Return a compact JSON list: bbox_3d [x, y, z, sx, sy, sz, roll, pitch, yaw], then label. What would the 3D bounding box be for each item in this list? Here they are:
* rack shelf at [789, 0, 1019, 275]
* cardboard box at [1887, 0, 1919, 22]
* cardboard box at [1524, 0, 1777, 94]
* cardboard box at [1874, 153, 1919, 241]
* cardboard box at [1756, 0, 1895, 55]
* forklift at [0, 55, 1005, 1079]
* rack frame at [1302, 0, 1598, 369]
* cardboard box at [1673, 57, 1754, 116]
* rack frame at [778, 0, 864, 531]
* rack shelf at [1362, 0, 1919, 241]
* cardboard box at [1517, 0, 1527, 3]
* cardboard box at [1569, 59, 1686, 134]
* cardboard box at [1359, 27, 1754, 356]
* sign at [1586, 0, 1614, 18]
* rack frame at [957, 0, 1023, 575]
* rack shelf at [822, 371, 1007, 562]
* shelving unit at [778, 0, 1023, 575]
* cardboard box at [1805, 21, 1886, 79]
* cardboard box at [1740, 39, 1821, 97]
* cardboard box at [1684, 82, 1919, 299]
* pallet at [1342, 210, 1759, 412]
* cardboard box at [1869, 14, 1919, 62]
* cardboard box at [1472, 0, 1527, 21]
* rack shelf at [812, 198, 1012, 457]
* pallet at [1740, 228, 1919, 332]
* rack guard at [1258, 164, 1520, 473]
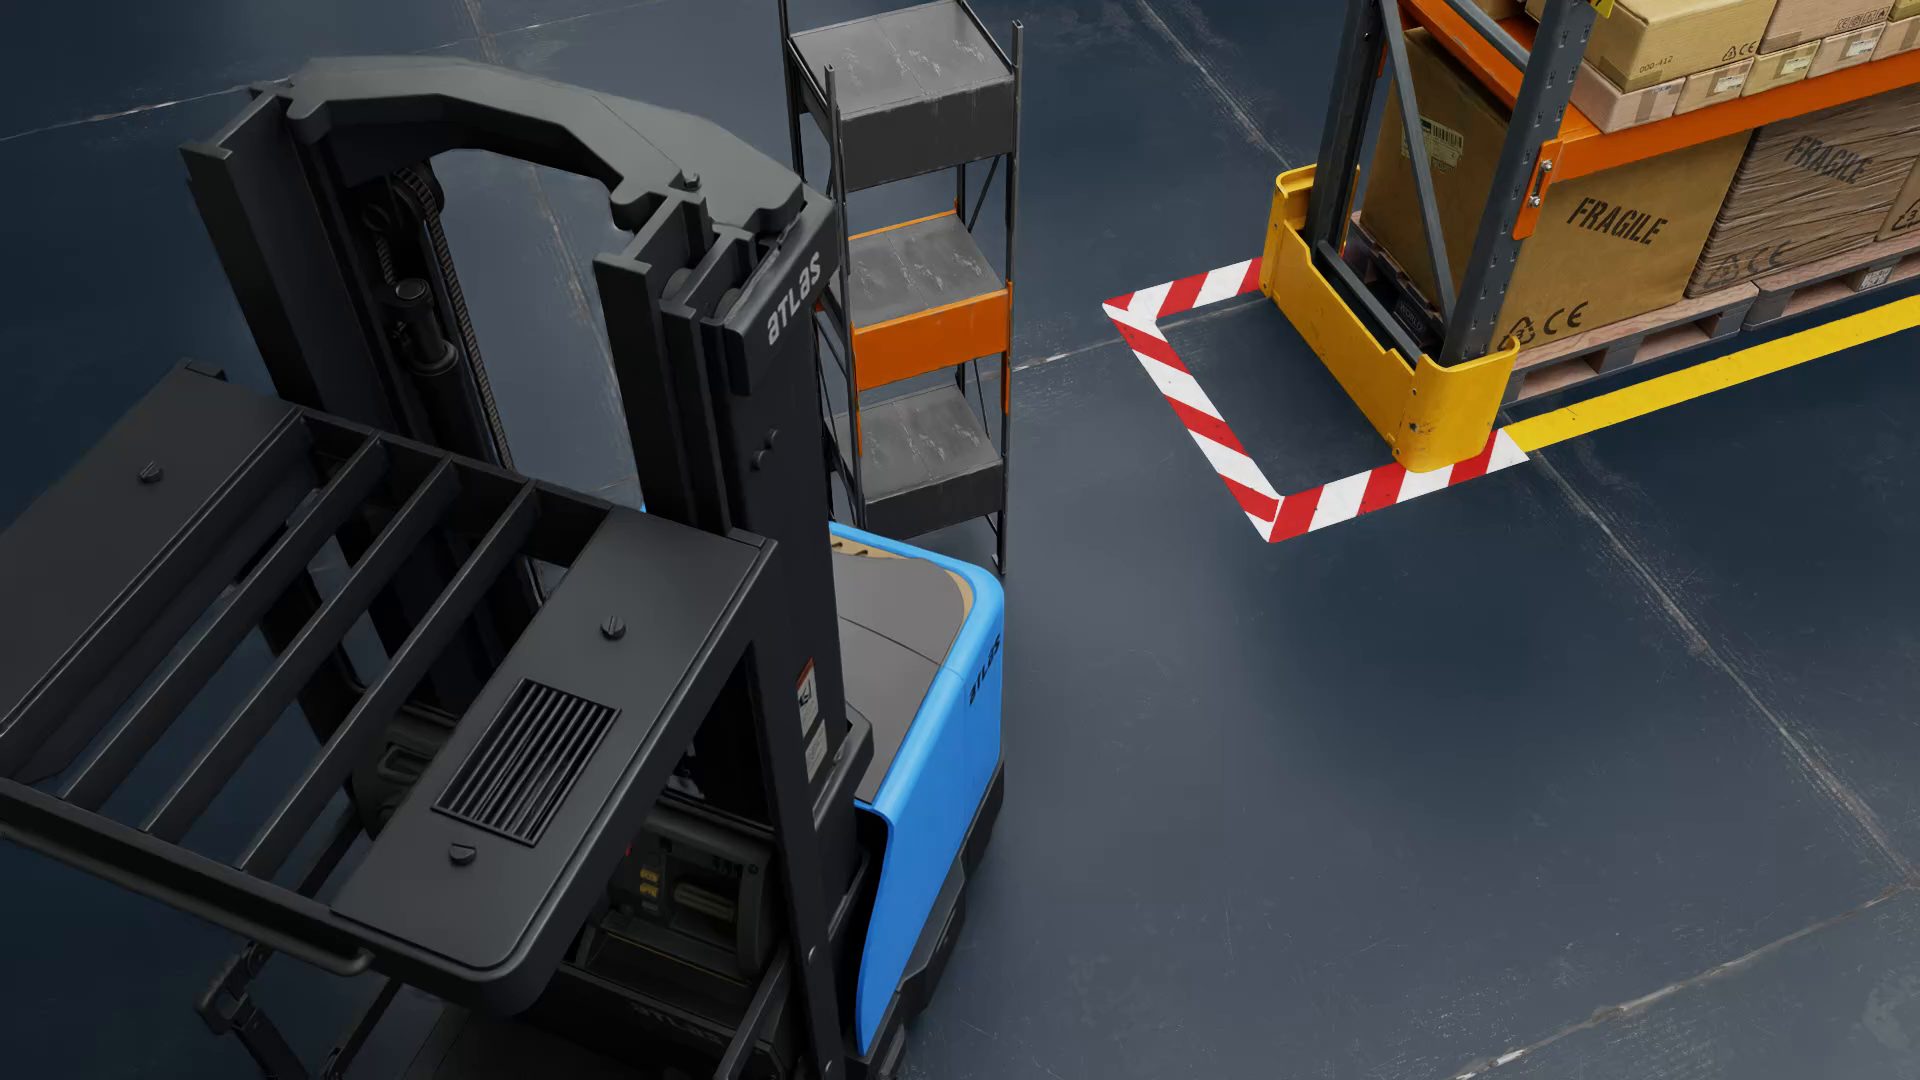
[{"bbox_3d":[-0.153,-1.084,4.392,0.480,0.518,0.431,-17,52,-14],"label":"rack shelf"},{"bbox_3d":[3.062,-1.959,5.358,0.500,0.250,0.500,-19,52,-15],"label":"cardboard box"},{"bbox_3d":[2.116,-1.664,5.104,0.500,0.250,0.500,-18,52,-15],"label":"cardboard box"},{"bbox_3d":[3.799,-1.868,6.501,0.875,0.875,0.875,-17,52,-14],"label":"cardboard box"},{"bbox_3d":[2.595,-1.817,5.236,0.500,0.250,0.500,-18,52,-15],"label":"cardboard box"},{"bbox_3d":[-0.885,0.735,3.187,1.130,2.935,3.031,17,51,14],"label":"forklift"},{"bbox_3d":[1.570,-1.668,5.205,0.127,3.000,1.000,-17,52,-14],"label":"rack frame"},{"bbox_3d":[2.260,-1.530,5.253,0.250,0.149,0.380,-18,52,-15],"label":"cardboard box"},{"bbox_3d":[-0.379,-0.567,4.853,0.015,2.100,0.400,-17,52,-14],"label":"rack frame"},{"bbox_3d":[3.421,-2.007,5.971,4.000,0.370,1.077,-17,52,-14],"label":"rack shelf"},{"bbox_3d":[1.918,-2.041,5.428,0.500,0.250,0.500,-18,52,-15],"label":"cardboard box"},{"bbox_3d":[2.023,-1.456,5.189,0.250,0.149,0.380,-17,51,-14],"label":"cardboard box"},{"bbox_3d":[2.132,-1.352,6.058,0.875,0.875,0.875,-17,52,-14],"label":"cardboard box"},{"bbox_3d":[1.774,-1.584,4.510,0.005,0.325,0.100,-17,52,-14],"label":"sign"},{"bbox_3d":[0.073,-0.707,4.973,0.015,2.100,0.400,-17,52,-14],"label":"rack frame"},{"bbox_3d":[-0.153,-0.172,5.454,0.480,0.518,0.431,-17,52,-14],"label":"rack shelf"},{"bbox_3d":[-0.153,-0.637,4.913,0.503,2.100,0.431,-17,52,-14],"label":"shelving unit"},{"bbox_3d":[2.738,-1.680,5.381,0.250,0.149,0.380,-18,52,-15],"label":"cardboard box"},{"bbox_3d":[2.497,-1.604,5.316,0.250,0.149,0.380,-18,52,-15],"label":"cardboard box"},{"bbox_3d":[2.975,-1.613,6.282,0.875,0.875,0.875,-17,52,-14],"label":"cardboard box"},{"bbox_3d":[2.281,-1.043,6.507,1.213,0.211,1.003,-17,52,-14],"label":"pallet"},{"bbox_3d":[2.974,-1.752,5.443,0.250,0.149,0.380,-18,52,-15],"label":"cardboard box"},{"bbox_3d":[1.775,-1.919,5.587,0.250,0.149,0.380,-16,51,-14],"label":"cardboard box"},{"bbox_3d":[-0.153,-0.628,4.923,0.480,0.518,0.431,-17,52,-14],"label":"rack shelf"},{"bbox_3d":[3.408,-1.390,6.805,1.213,0.211,1.003,-17,52,-14],"label":"pallet"},{"bbox_3d":[1.548,-0.846,6.147,0.348,0.500,1.175,-17,52,-14],"label":"rack guard"}]
